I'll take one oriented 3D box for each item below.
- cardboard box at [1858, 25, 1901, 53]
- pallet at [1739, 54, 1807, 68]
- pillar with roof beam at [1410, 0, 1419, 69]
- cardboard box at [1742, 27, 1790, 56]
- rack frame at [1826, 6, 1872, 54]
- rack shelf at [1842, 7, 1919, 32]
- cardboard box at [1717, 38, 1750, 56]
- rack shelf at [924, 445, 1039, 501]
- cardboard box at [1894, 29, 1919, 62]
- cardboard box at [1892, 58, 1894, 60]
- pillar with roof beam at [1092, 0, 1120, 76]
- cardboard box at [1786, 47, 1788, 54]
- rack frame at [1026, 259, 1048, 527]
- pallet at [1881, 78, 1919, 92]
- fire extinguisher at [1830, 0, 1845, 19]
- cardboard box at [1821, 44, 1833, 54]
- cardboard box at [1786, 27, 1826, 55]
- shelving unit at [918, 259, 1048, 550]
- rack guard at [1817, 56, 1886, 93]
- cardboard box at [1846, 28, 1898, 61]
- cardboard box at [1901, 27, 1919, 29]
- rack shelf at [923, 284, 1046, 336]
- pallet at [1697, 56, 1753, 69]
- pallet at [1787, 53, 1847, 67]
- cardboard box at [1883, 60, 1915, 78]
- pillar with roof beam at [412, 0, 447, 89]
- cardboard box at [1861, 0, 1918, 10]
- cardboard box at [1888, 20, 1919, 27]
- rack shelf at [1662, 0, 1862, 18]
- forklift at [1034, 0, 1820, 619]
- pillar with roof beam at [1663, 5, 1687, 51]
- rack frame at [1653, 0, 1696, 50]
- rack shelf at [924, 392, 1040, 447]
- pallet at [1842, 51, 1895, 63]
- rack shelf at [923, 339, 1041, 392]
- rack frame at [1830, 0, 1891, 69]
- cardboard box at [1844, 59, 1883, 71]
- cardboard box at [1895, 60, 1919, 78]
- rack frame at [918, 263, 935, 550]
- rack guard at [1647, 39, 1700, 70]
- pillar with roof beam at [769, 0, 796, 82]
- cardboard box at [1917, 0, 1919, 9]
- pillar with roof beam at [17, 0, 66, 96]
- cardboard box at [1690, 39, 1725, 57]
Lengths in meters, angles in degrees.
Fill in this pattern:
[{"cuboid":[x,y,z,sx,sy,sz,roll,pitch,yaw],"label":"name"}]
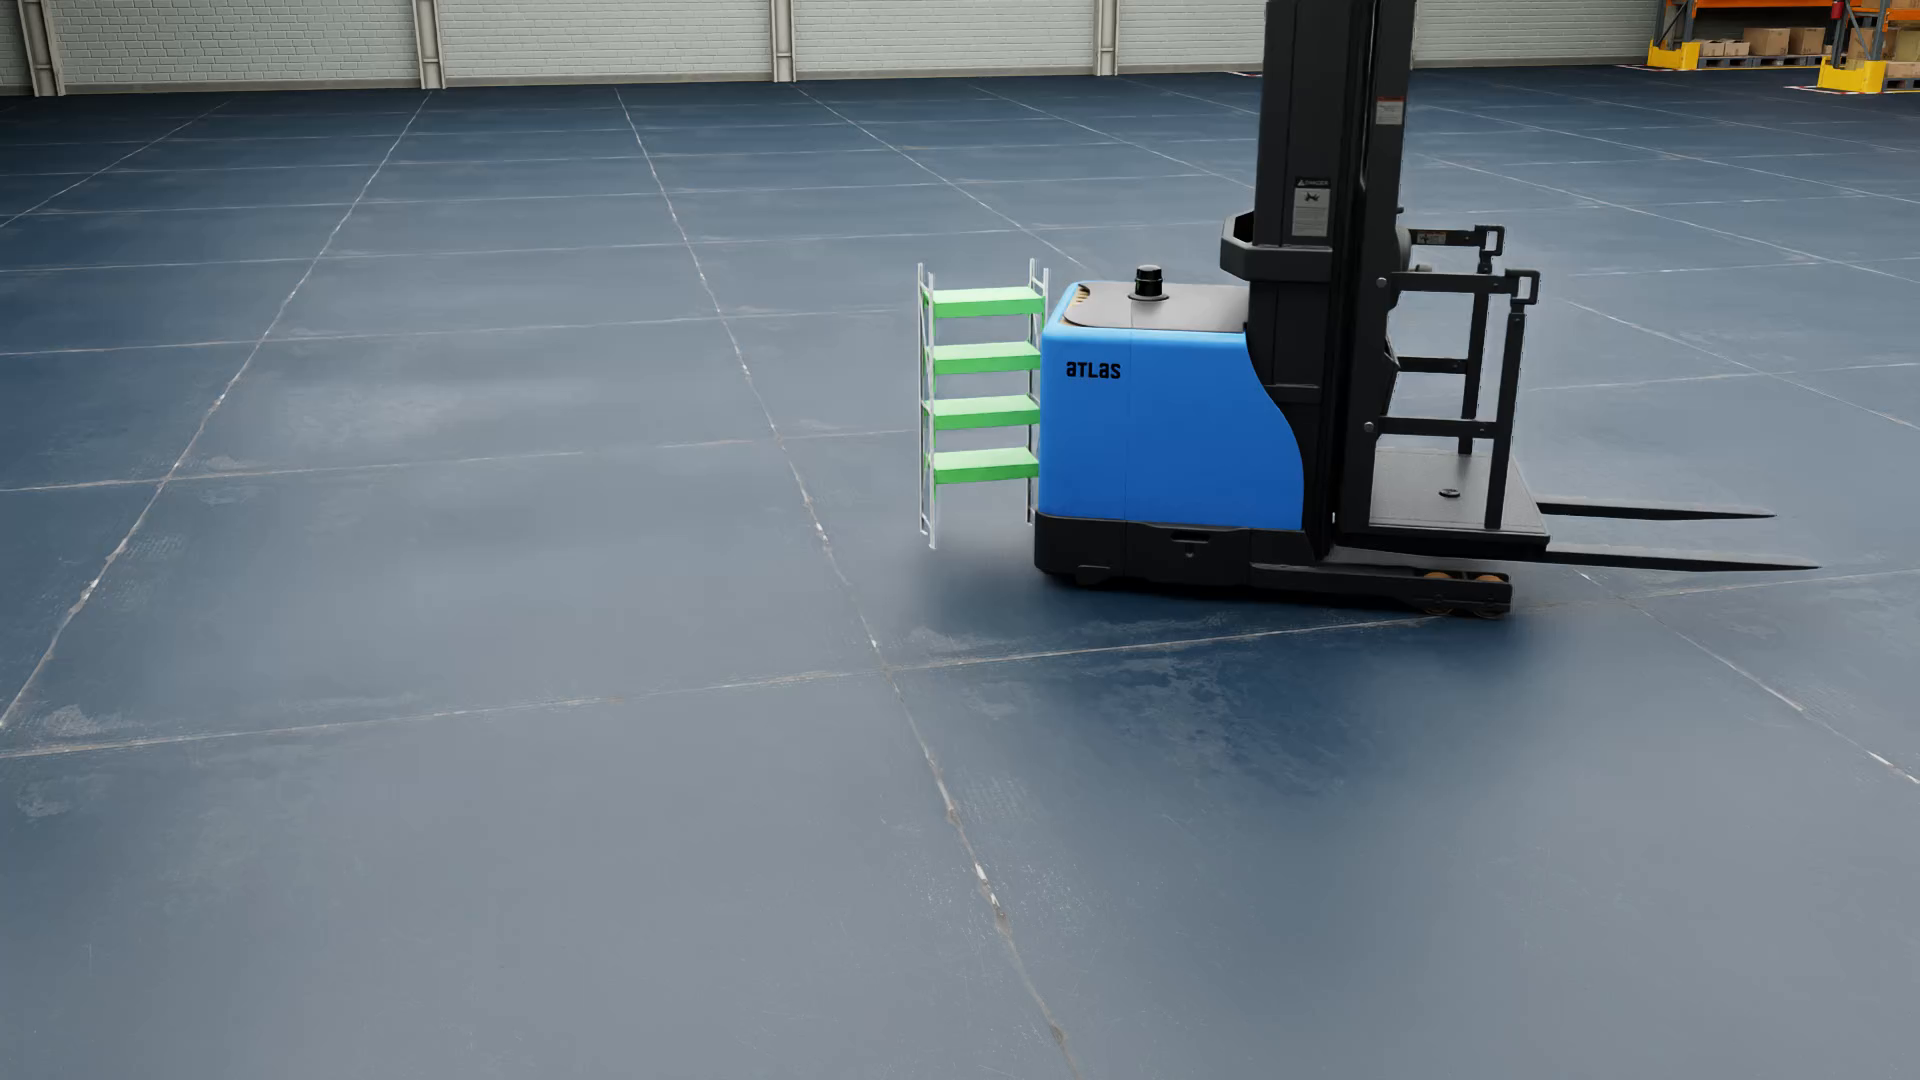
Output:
[{"cuboid":[18.500,-10.096,33.510,0.500,0.500,0.700,-4,20,-11],"label":"cardboard box"},{"cuboid":[15.952,-9.527,33.017,1.213,0.211,1.003,-5,21,-12],"label":"pallet"},{"cuboid":[9.528,-11.929,26.797,0.400,9.000,9.100,-5,21,-12],"label":"pillar with roof beam"},{"cuboid":[15.869,-9.827,32.775,0.500,0.500,0.700,-6,21,-16],"label":"cardboard box"},{"cuboid":[17.787,-11.000,32.981,0.127,3.000,1.000,-5,21,-12],"label":"rack frame"},{"cuboid":[16.984,-8.846,28.147,4.000,0.370,1.077,-5,21,-12],"label":"rack shelf"},{"cuboid":[15.143,-9.697,32.694,0.500,0.311,0.500,-3,20,-8],"label":"cardboard box"},{"cuboid":[0.095,-0.296,7.261,0.480,0.148,0.258,-5,21,-12],"label":"rack shelf"},{"cuboid":[16.097,-8.292,27.886,0.500,0.500,0.500,-5,21,-12],"label":"cardboard box"},{"cuboid":[15.976,-8.116,28.497,0.500,0.250,0.500,-5,21,-12],"label":"cardboard box"},{"cuboid":[3.689,-11.454,25.500,0.400,9.000,9.100,-5,21,-12],"label":"pillar with roof beam"},{"cuboid":[16.226,-9.748,33.069,0.250,0.149,0.380,-6,21,-17],"label":"cardboard box"},{"cuboid":[0.333,-0.600,7.208,0.015,1.200,0.240,-5,21,-12],"label":"rack frame"},{"cuboid":[15.773,-7.790,28.275,1.213,0.211,1.003,-5,21,-12],"label":"pallet"},{"cuboid":[14.816,-9.135,28.004,0.183,0.674,0.296,-5,21,-12],"label":"fire extinguisher"},{"cuboid":[17.273,-9.823,33.250,0.250,0.166,0.380,-7,21,-20],"label":"cardboard box"},{"cuboid":[16.786,-9.937,33.075,0.500,0.500,0.500,-6,21,-17],"label":"cardboard box"},{"cuboid":[0.095,-0.581,7.157,0.503,1.200,0.258,-5,21,-12],"label":"shelving unit"},{"cuboid":[15.015,-7.849,28.016,0.348,0.500,1.175,-5,21,-12],"label":"rack guard"},{"cuboid":[15.491,-8.425,28.251,0.500,0.500,0.500,-5,21,-12],"label":"cardboard box"},{"cuboid":[16.461,-8.509,28.480,0.500,0.500,0.500,-5,21,-12],"label":"cardboard box"},{"cuboid":[0.095,-0.972,7.014,0.480,0.148,0.258,-5,21,-12],"label":"rack shelf"},{"cuboid":[14.767,-9.432,32.756,1.213,0.211,1.003,-5,21,-12],"label":"pallet"},{"cuboid":[17.142,-9.625,33.284,1.213,0.211,1.003,-5,21,-12],"label":"pallet"},{"cuboid":[15.611,-7.899,27.905,0.500,0.250,0.500,-5,21,-12],"label":"cardboard box"},{"cuboid":[-7.989,-10.504,22.907,0.400,9.000,9.100,-5,21,-12],"label":"pillar with roof beam"},{"cuboid":[15.495,-9.105,27.663,0.500,0.500,0.700,-5,21,-12],"label":"cardboard box"},{"cuboid":[18.927,-10.484,33.479,0.500,0.250,0.500,-5,21,-14],"label":"cardboard box"},{"cuboid":[15.841,-10.504,32.673,4.000,0.370,1.077,-5,21,-12],"label":"rack shelf"},{"cuboid":[1.871,-1.267,6.513,3.031,2.935,1.130,3,20,9],"label":"forklift"},{"cuboid":[15.367,-12.404,28.093,0.400,9.000,9.100,-5,21,-12],"label":"pillar with roof beam"},{"cuboid":[13.894,-10.683,32.117,0.127,3.000,1.000,-5,21,-12],"label":"rack frame"},{"cuboid":[0.095,-0.521,7.179,0.480,0.148,0.258,-5,21,-12],"label":"rack shelf"},{"cuboid":[18.544,-9.752,33.631,1.213,0.211,1.003,-5,21,-12],"label":"pallet"},{"cuboid":[0.095,-0.746,7.096,0.480,0.148,0.258,-5,21,-12],"label":"rack shelf"},{"cuboid":[15.038,-9.025,27.591,0.127,3.000,1.000,-5,21,-12],"label":"rack frame"},{"cuboid":[15.492,-8.073,28.378,0.500,0.250,0.500,-5,21,-12],"label":"cardboard box"},{"cuboid":[16.097,-7.940,28.016,0.500,0.250,0.500,-5,21,-12],"label":"cardboard box"},{"cuboid":[-0.143,-0.562,7.105,0.015,1.200,0.240,-5,21,-12],"label":"rack frame"},{"cuboid":[13.968,-9.515,32.564,0.348,0.500,1.175,-5,21,-12],"label":"rack guard"},{"cuboid":[-2.150,-10.979,24.204,0.400,9.000,9.100,-5,21,-12],"label":"pillar with roof beam"},{"cuboid":[16.005,-9.148,27.781,0.500,0.500,0.700,-4,21,-11],"label":"cardboard box"},{"cuboid":[-13.828,-10.029,21.611,0.400,9.000,9.100,-5,21,-12],"label":"pillar with roof beam"},{"cuboid":[14.588,-9.652,32.571,0.500,0.311,0.500,-7,21,-19],"label":"cardboard box"}]
